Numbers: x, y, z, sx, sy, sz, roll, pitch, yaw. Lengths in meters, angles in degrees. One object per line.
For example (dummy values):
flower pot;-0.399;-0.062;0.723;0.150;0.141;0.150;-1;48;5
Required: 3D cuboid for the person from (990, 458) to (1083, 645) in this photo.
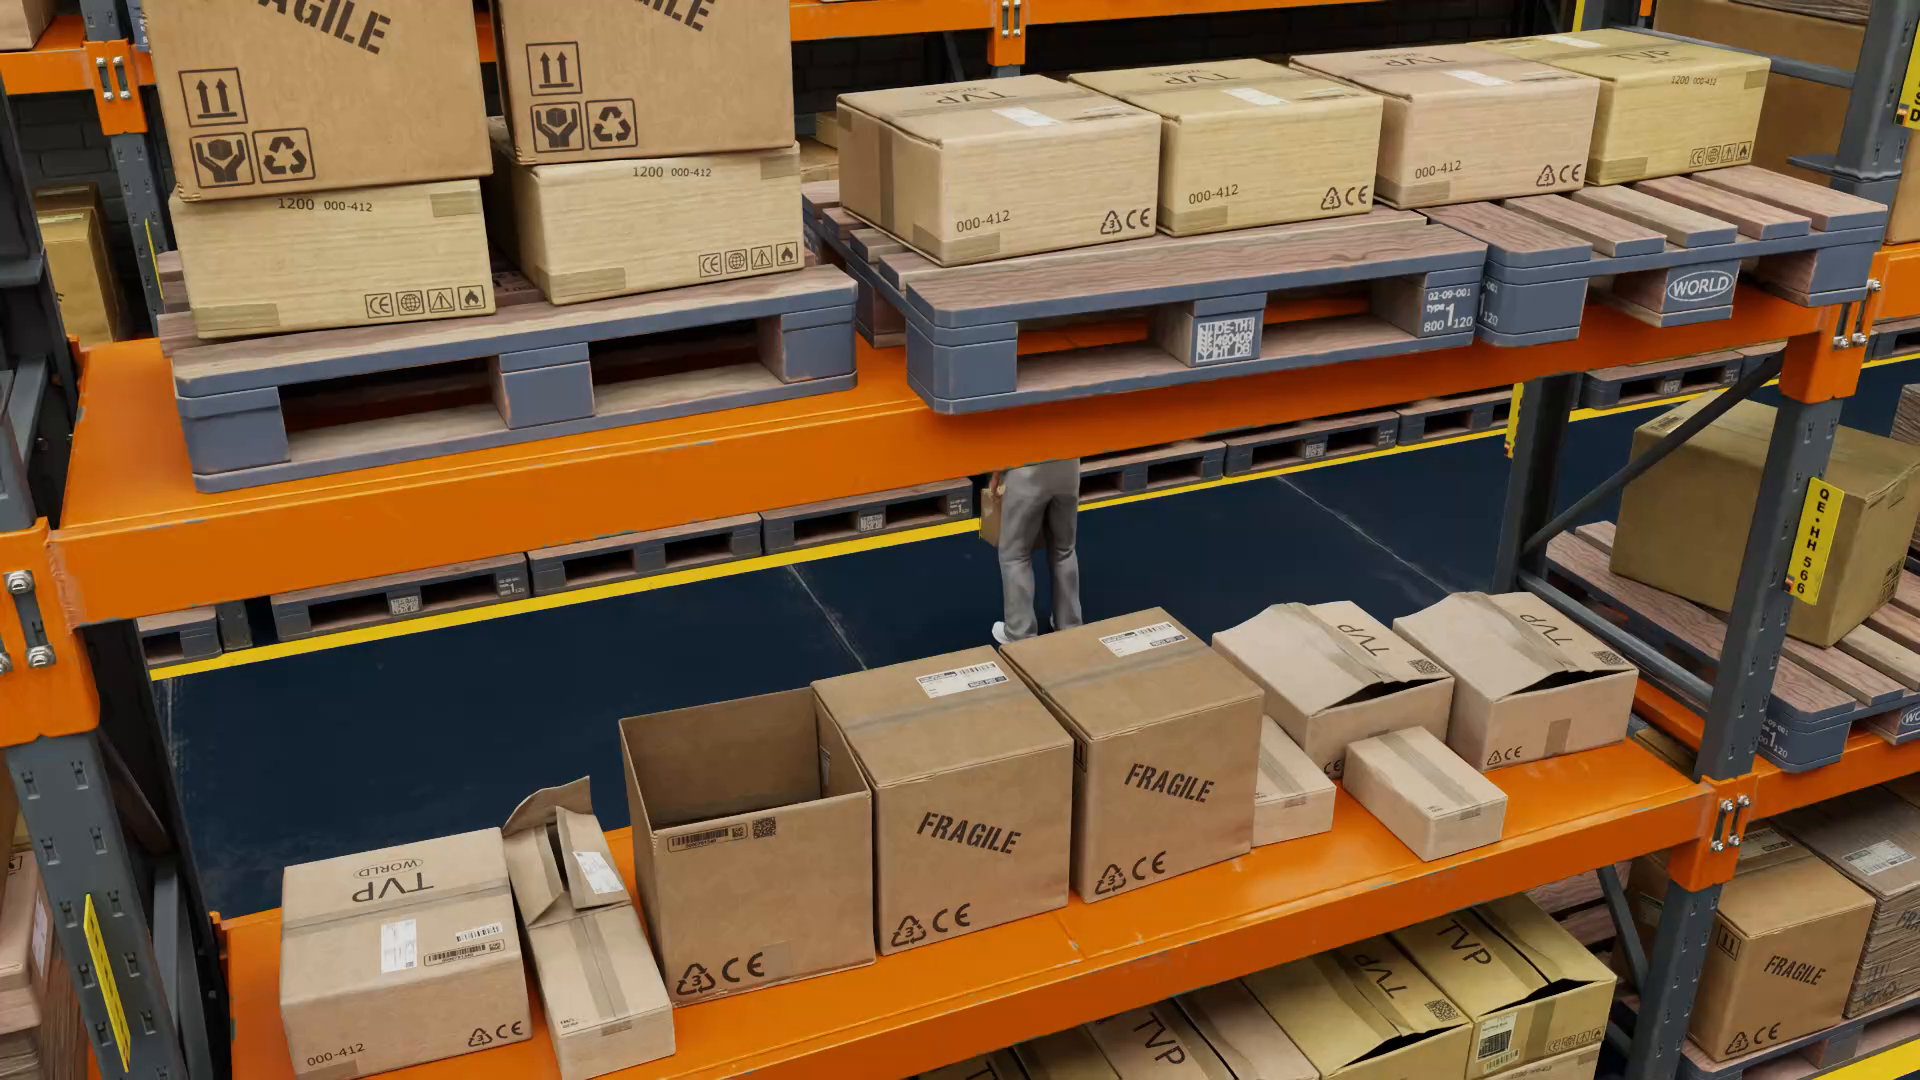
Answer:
person;0.364;-0.259;7.640;0.473;1.676;0.364;-11;28;-22
